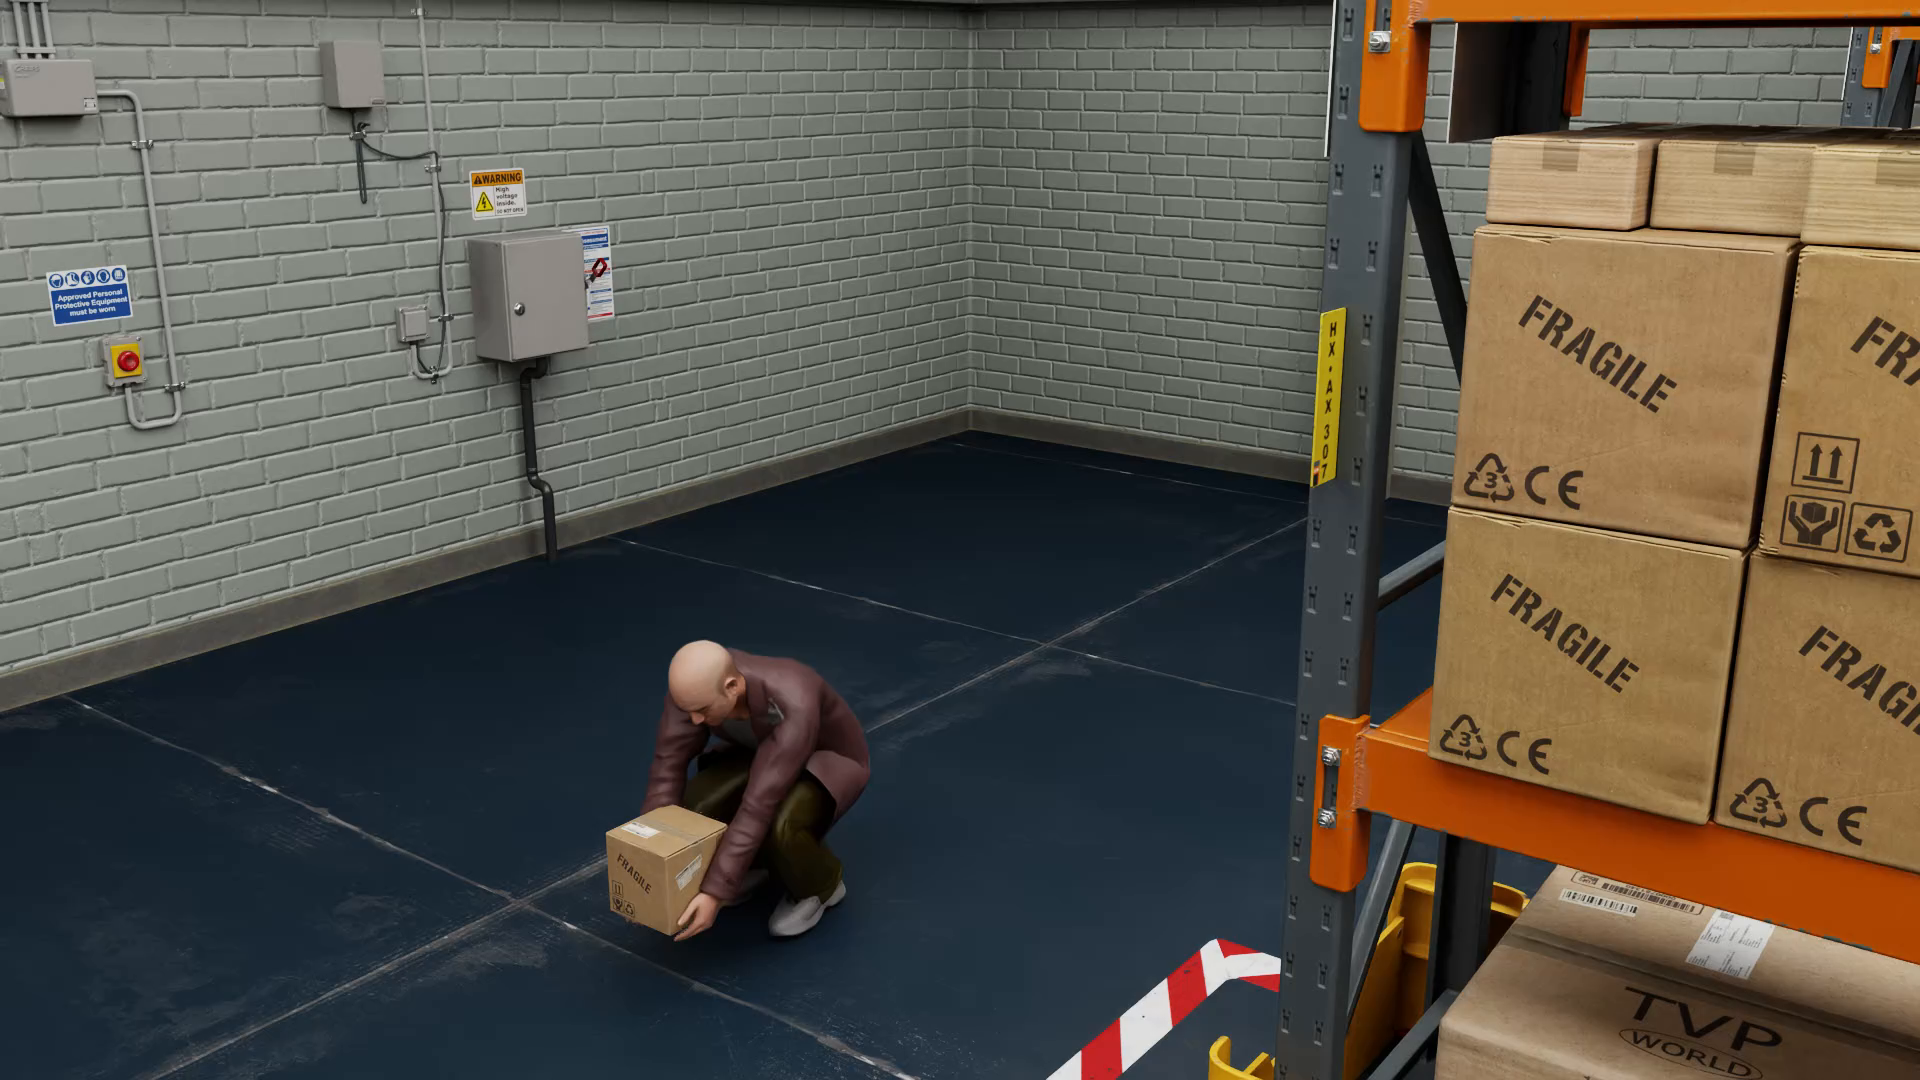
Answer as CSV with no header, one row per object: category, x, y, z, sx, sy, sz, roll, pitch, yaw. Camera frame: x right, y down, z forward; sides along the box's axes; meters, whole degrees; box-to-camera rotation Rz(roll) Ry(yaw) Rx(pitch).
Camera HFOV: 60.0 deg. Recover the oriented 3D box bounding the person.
person,-0.635,0.705,5.041,0.584,1.006,0.917,11,20,34
